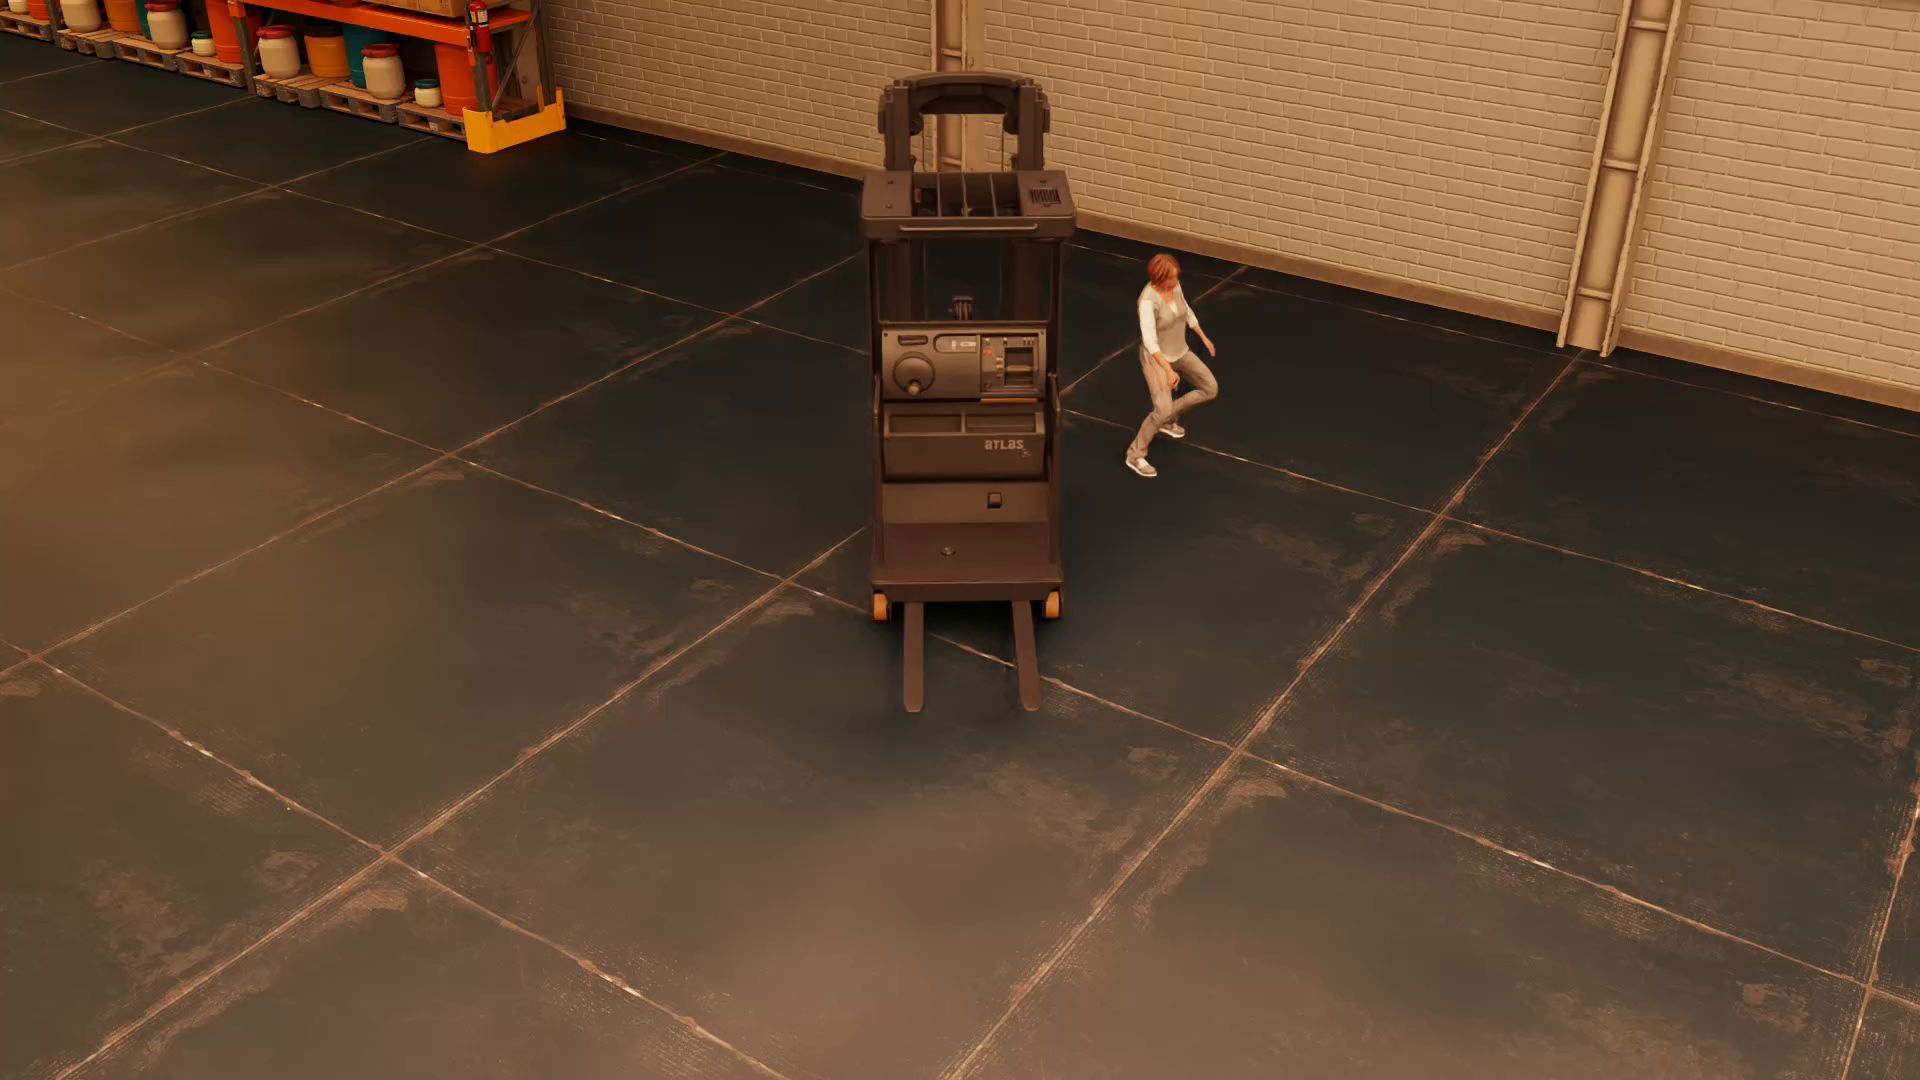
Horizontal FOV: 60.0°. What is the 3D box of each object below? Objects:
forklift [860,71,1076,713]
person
[{"bbox_3d":[0.031,-0.957,9.229,1.130,2.935,3.031,-1,30,-1],"label":"forklift"},{"bbox_3d":[1.441,-1.194,11.114,0.672,1.467,0.571,-25,38,-36],"label":"person"}]
